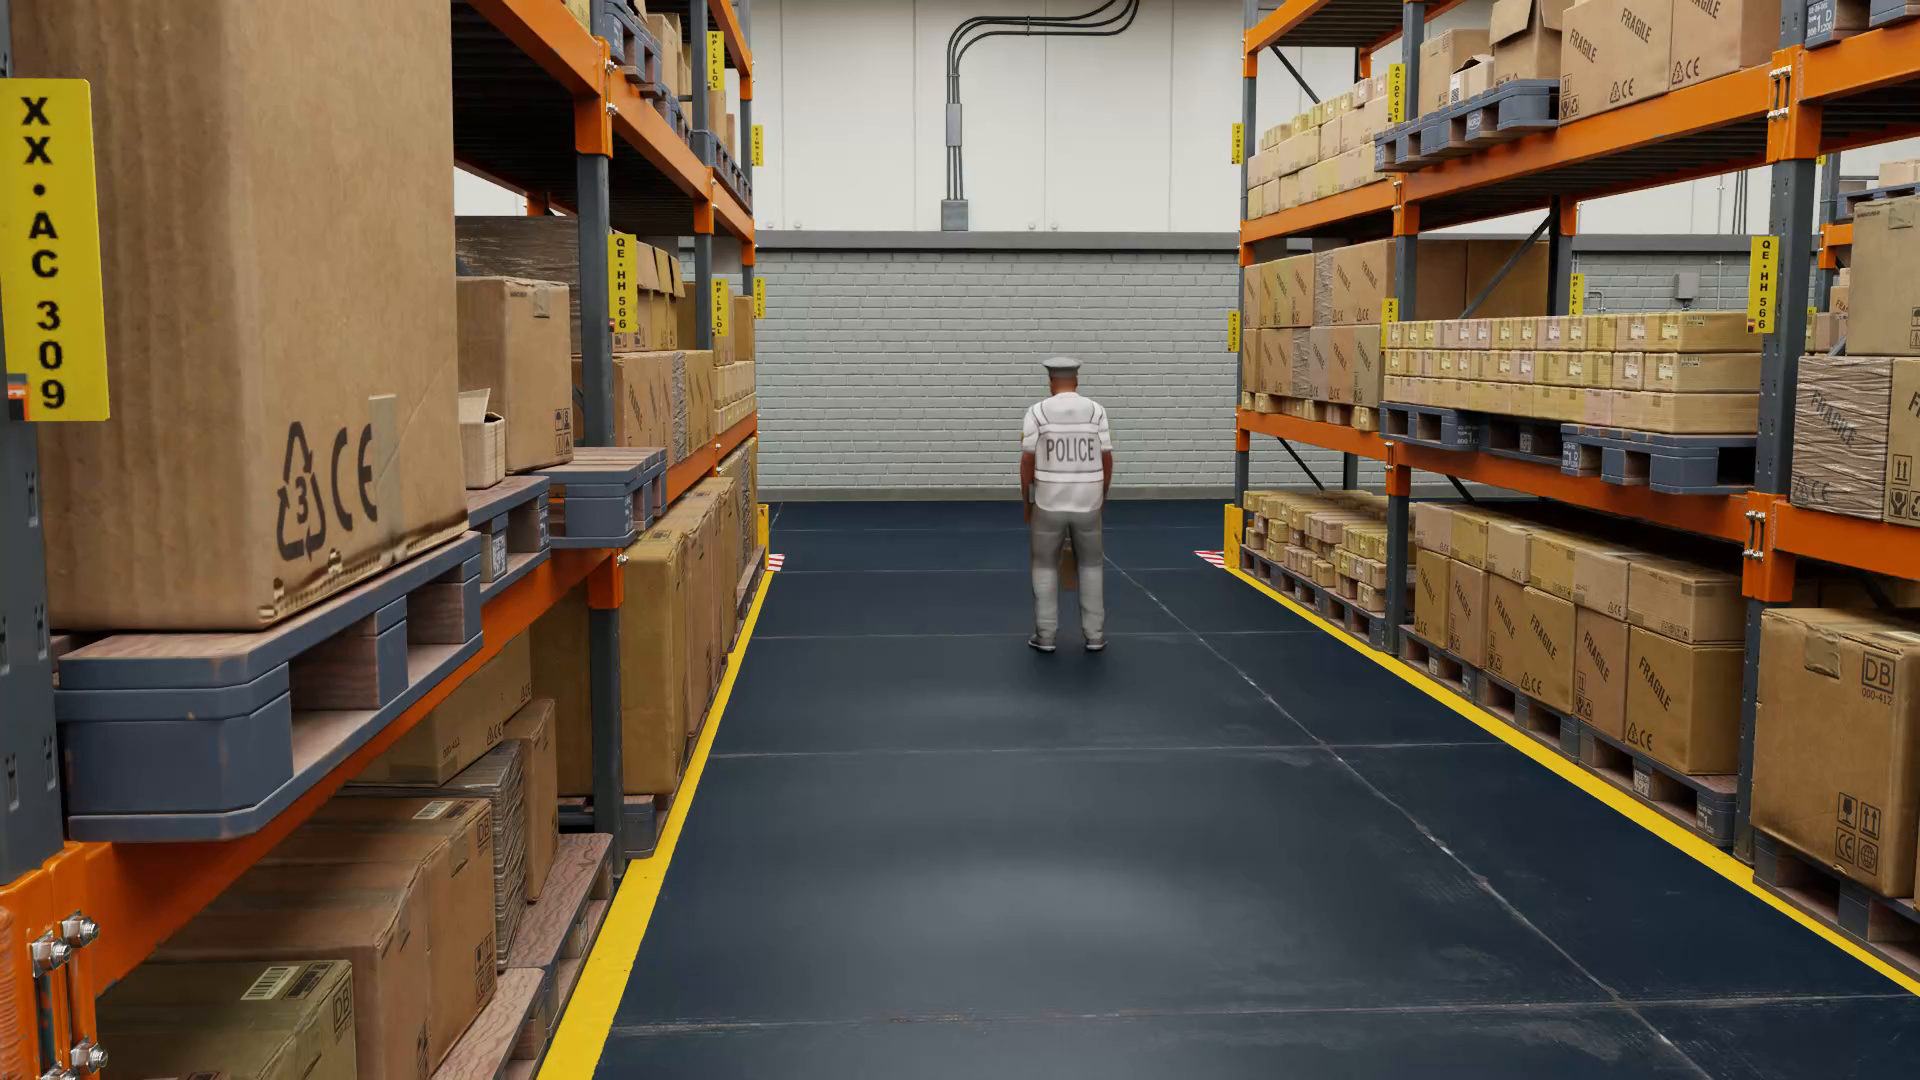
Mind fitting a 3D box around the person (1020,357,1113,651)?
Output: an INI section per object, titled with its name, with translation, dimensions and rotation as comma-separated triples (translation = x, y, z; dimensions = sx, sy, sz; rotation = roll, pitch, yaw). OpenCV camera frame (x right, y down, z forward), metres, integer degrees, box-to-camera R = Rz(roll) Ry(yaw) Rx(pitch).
[person]
translation = 0.636, -0.211, 9.955
dimensions = 0.563, 1.754, 0.434
rotation = -1, 7, -5
